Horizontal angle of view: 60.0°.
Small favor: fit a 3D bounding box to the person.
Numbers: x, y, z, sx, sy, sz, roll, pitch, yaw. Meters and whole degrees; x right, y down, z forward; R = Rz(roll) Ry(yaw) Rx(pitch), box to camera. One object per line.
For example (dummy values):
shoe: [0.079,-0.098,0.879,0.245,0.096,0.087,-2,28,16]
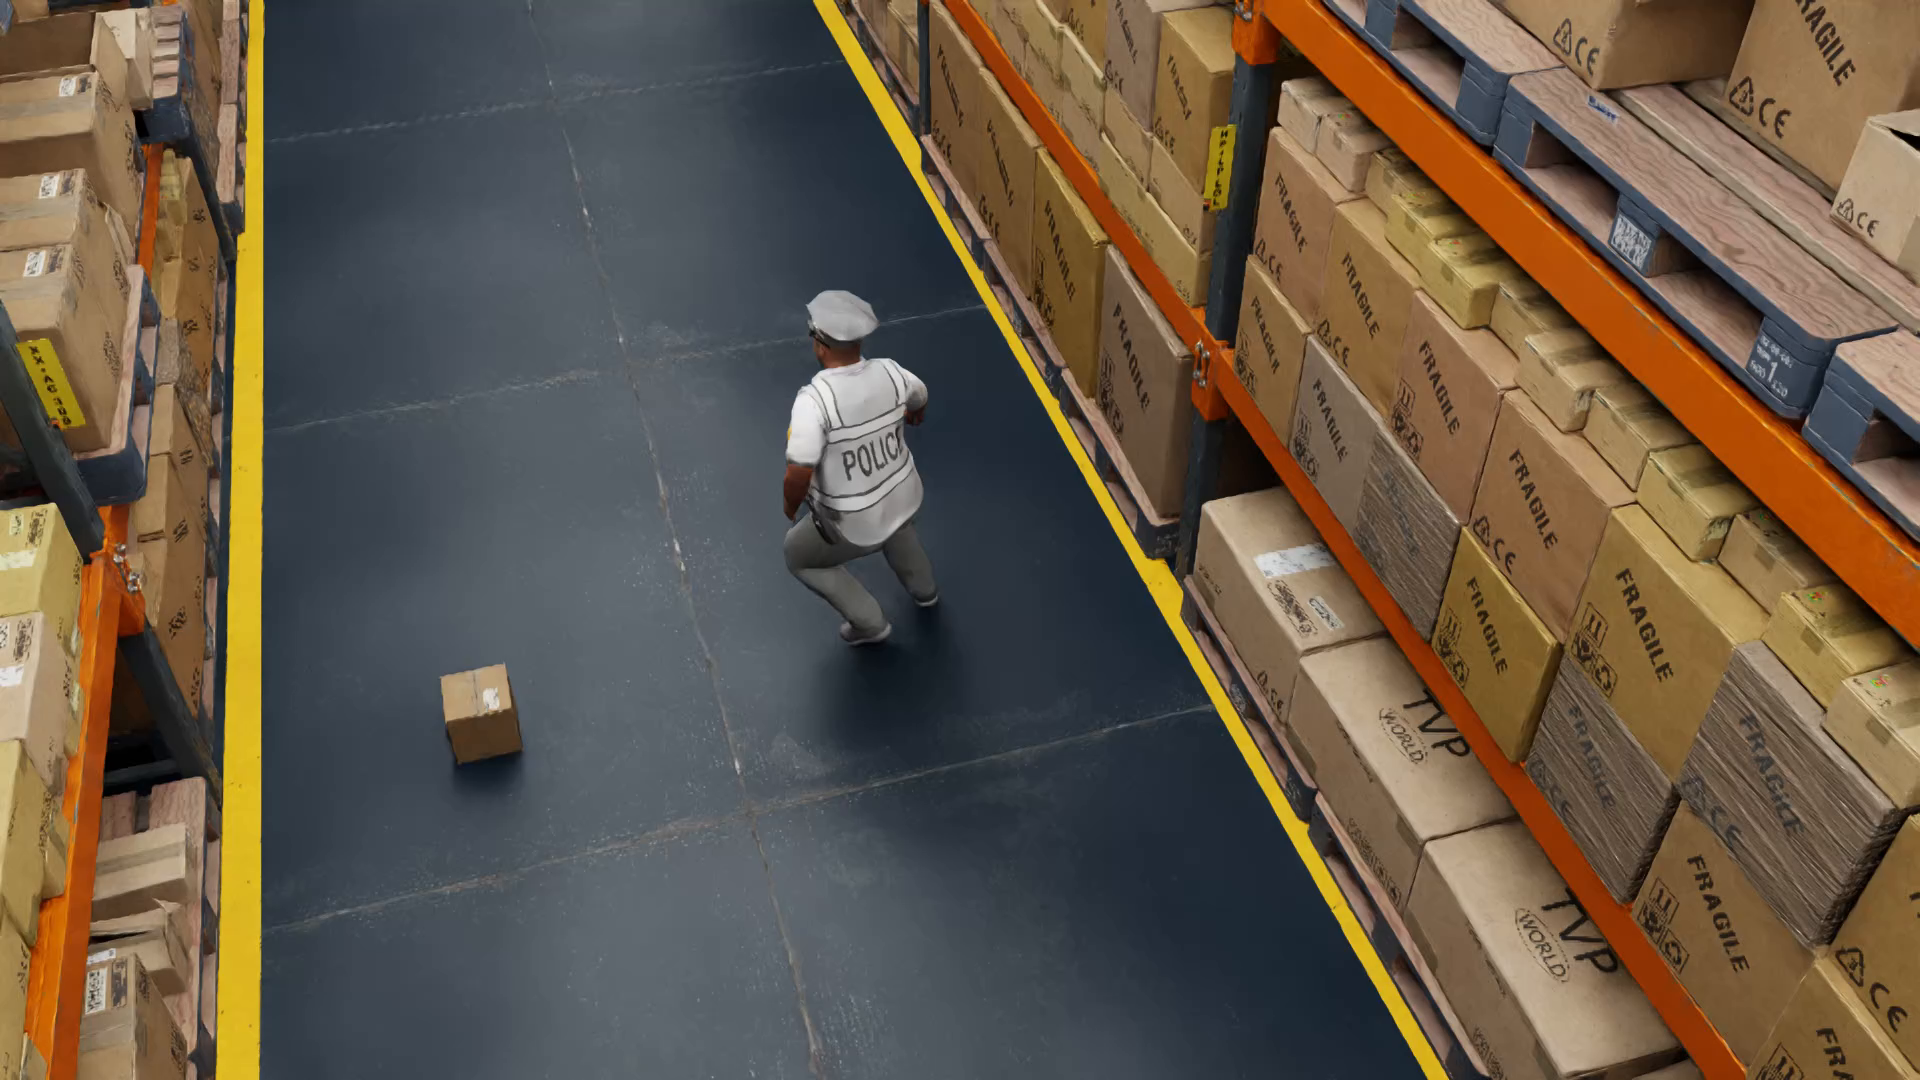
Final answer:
person: [-0.352,-0.220,6.500,0.524,1.717,0.934,30,50,29]
